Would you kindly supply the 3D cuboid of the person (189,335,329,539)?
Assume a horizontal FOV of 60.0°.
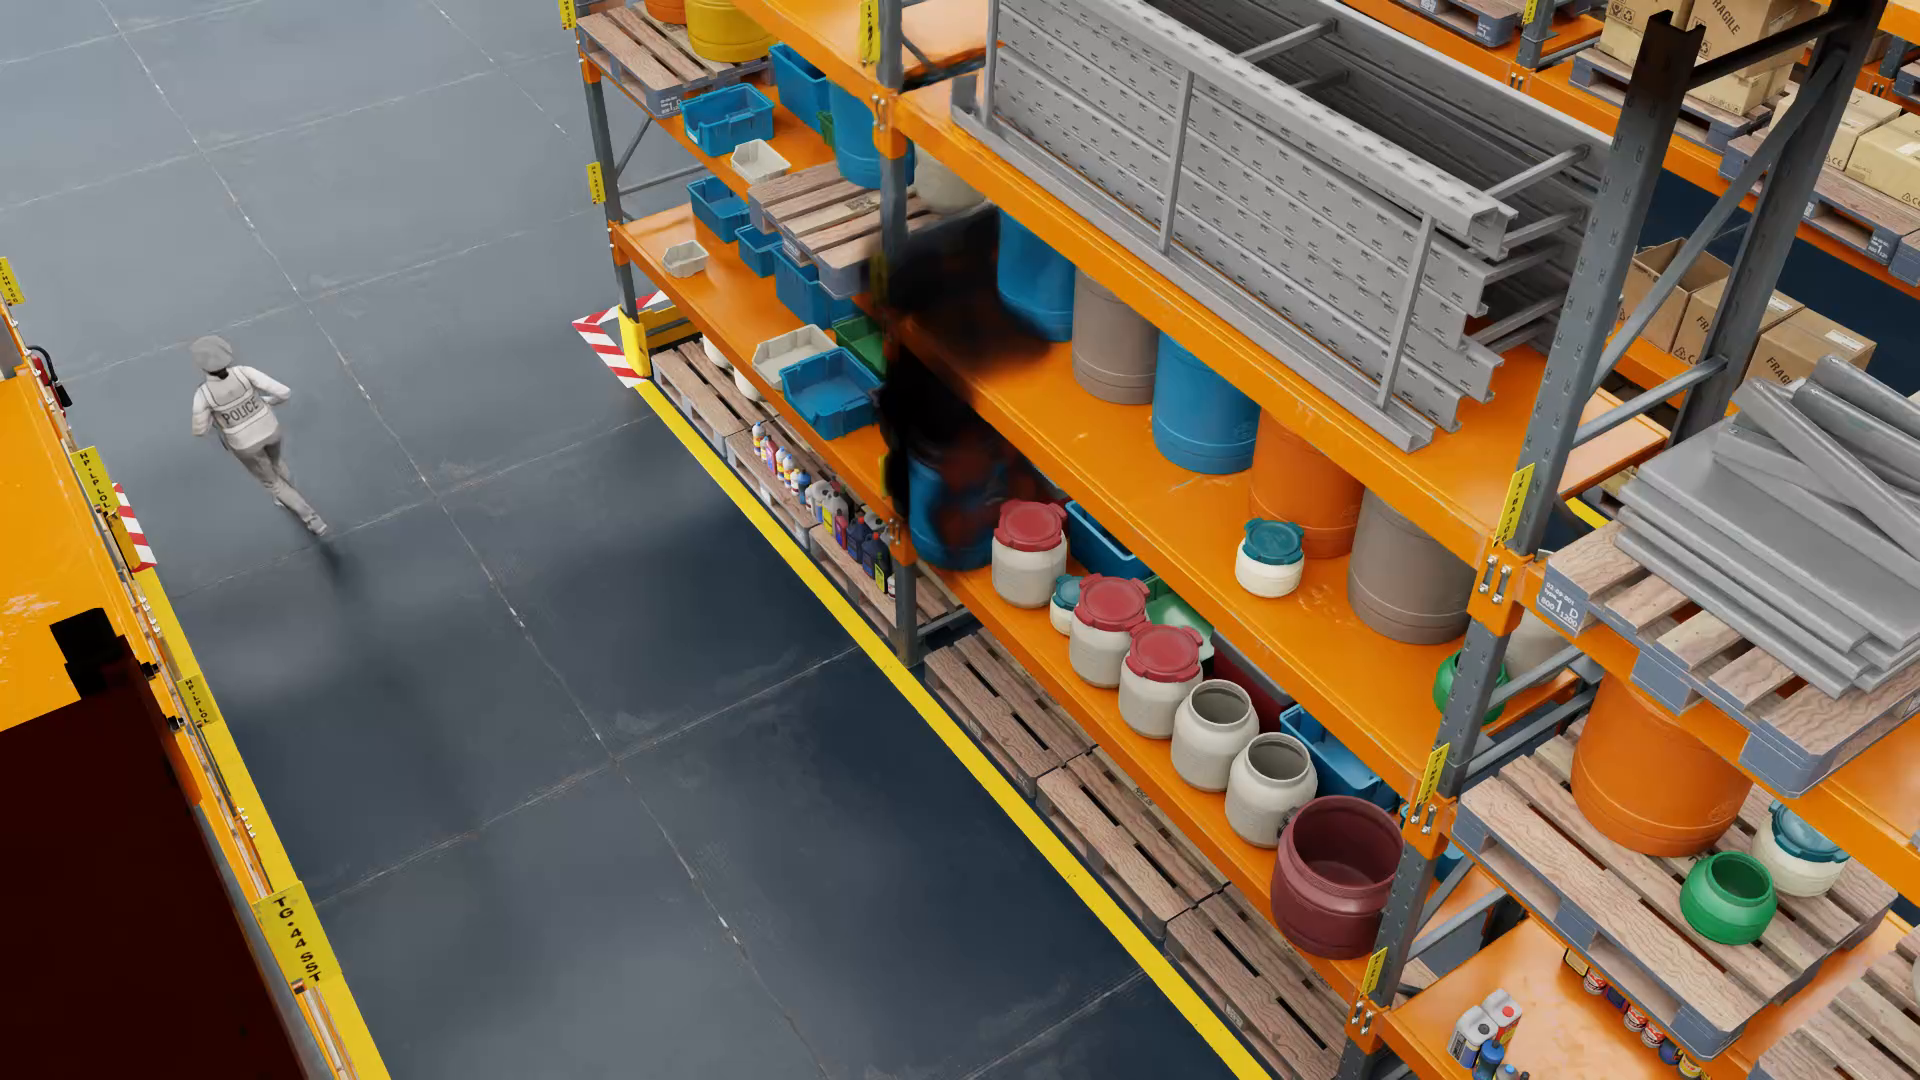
[{"bbox_3d":[-4.791,-0.650,11.244,0.864,1.710,0.643,33,52,30],"label":"person"}]
